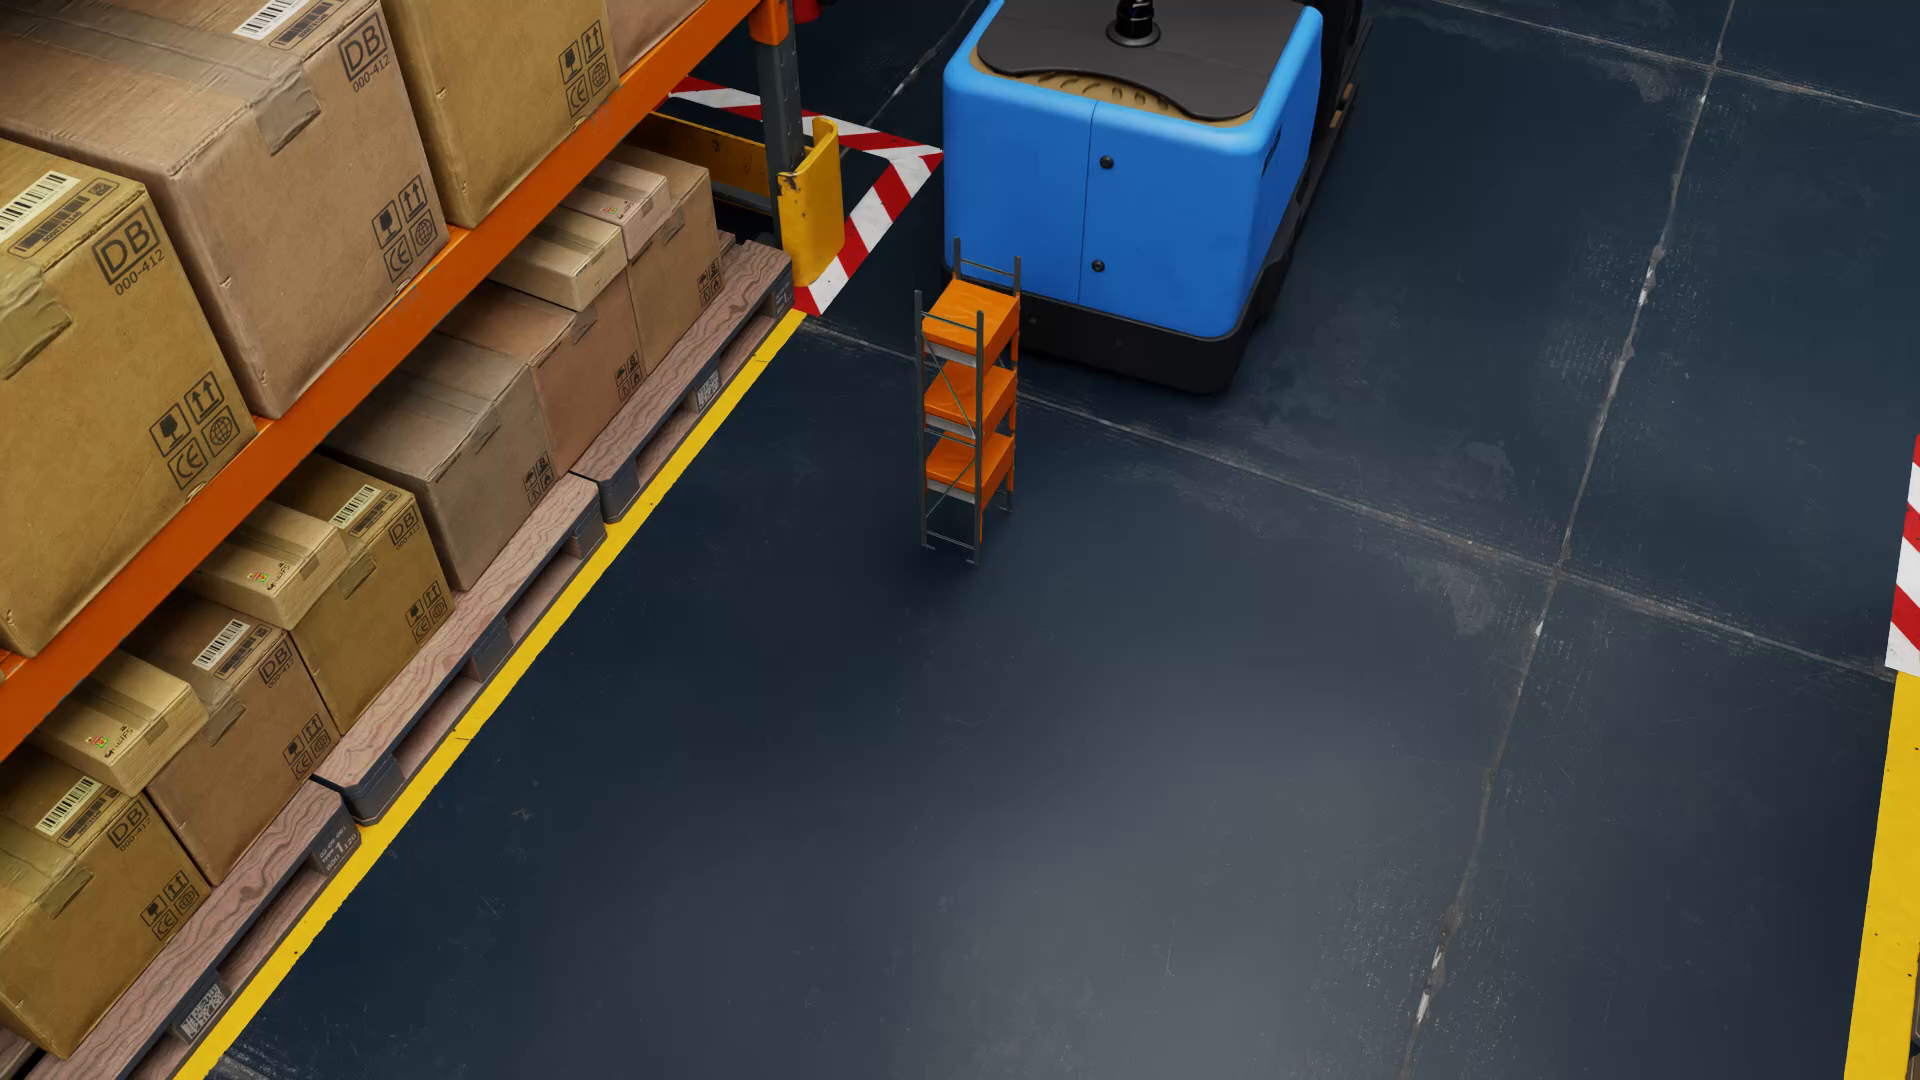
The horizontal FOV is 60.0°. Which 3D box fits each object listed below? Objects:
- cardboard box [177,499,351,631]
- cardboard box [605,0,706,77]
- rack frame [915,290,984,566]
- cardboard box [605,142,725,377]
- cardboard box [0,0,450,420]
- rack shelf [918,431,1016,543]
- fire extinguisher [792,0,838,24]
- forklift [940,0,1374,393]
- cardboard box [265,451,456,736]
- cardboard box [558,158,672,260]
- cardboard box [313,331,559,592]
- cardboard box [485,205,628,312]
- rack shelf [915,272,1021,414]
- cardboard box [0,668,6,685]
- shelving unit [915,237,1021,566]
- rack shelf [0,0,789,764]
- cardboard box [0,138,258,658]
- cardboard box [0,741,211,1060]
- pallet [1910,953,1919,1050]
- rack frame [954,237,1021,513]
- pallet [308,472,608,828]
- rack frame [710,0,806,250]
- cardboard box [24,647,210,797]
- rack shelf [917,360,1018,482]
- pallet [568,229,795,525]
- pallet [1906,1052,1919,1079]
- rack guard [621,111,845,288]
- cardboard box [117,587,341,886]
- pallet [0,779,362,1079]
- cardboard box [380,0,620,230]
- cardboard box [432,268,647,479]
[{"bbox_3d":[-1.780,0.038,4.188,0.380,0.149,0.250,18,52,15],"label":"cardboard box"},{"bbox_3d":[-1.227,-1.906,4.705,0.980,0.700,0.700,22,53,18],"label":"cardboard box"},{"bbox_3d":[-0.029,-0.293,4.810,0.200,1.050,0.008,20,52,16],"label":"rack frame"},{"bbox_3d":[-1.226,-0.974,5.475,0.700,0.500,0.500,20,52,16],"label":"cardboard box"},{"bbox_3d":[-1.861,-0.879,3.831,0.980,0.700,0.700,18,52,14],"label":"cardboard box"},{"bbox_3d":[0.023,-0.190,5.101,0.215,0.259,0.240,20,52,16],"label":"rack shelf"},{"bbox_3d":[-0.536,-1.971,5.253,0.296,0.674,0.183,20,52,16],"label":"fire extinguisher"},{"bbox_3d":[0.948,-2.588,5.528,1.130,2.935,3.031,17,52,14],"label":"forklift"},{"bbox_3d":[-1.876,0.086,4.573,0.700,0.500,0.500,21,53,17],"label":"cardboard box"},{"bbox_3d":[-1.117,-1.037,5.102,0.380,0.149,0.250,19,52,16],"label":"cardboard box"},{"bbox_3d":[-1.654,-0.283,4.887,0.700,0.500,0.500,18,52,15],"label":"cardboard box"},{"bbox_3d":[-1.225,-0.861,4.952,0.380,0.149,0.250,21,53,17],"label":"cardboard box"},{"bbox_3d":[0.023,-0.554,4.673,0.215,0.259,0.240,20,52,16],"label":"rack shelf"},{"bbox_3d":[-2.480,0.126,2.976,0.980,0.700,0.700,21,53,17],"label":"cardboard box"},{"bbox_3d":[0.023,-0.377,4.882,0.215,1.050,0.252,20,52,16],"label":"shelving unit"},{"bbox_3d":[-1.872,-0.553,4.223,1.077,0.370,4.000,20,52,16],"label":"rack shelf"},{"bbox_3d":[-2.163,-0.375,3.402,0.980,0.700,0.700,19,52,15],"label":"cardboard box"},{"bbox_3d":[-2.314,0.784,3.979,0.700,0.500,0.500,20,53,17],"label":"cardboard box"},{"bbox_3d":[3.090,0.952,4.302,1.003,0.211,1.213,20,52,16],"label":"pallet"},{"bbox_3d":[0.075,-0.461,4.953,0.200,1.050,0.008,20,52,16],"label":"rack frame"},{"bbox_3d":[-1.811,0.154,4.980,1.003,0.211,1.213,20,52,16],"label":"pallet"},{"bbox_3d":[-1.018,-2.163,5.121,1.000,3.000,0.127,20,52,16],"label":"rack frame"},{"bbox_3d":[-2.003,0.397,3.882,0.380,0.149,0.250,21,53,17],"label":"cardboard box"},{"bbox_3d":[0.023,-0.370,4.890,0.215,0.259,0.240,20,52,16],"label":"rack shelf"},{"bbox_3d":[-1.289,-0.683,5.693,1.003,0.211,1.213,20,52,16],"label":"pallet"},{"bbox_3d":[2.568,1.789,3.590,1.003,0.211,1.213,20,52,16],"label":"pallet"},{"bbox_3d":[-1.008,-1.369,6.087,1.175,0.500,0.348,20,52,16],"label":"rack guard"},{"bbox_3d":[-2.097,0.439,4.272,0.700,0.500,0.500,19,52,16],"label":"cardboard box"},{"bbox_3d":[-2.331,0.997,4.263,1.003,0.211,1.213,20,52,16],"label":"pallet"},{"bbox_3d":[-1.527,-1.401,4.276,0.980,0.700,0.700,19,52,16],"label":"cardboard box"},{"bbox_3d":[-1.440,-0.630,5.182,0.700,0.500,0.500,20,52,16],"label":"cardboard box"}]
